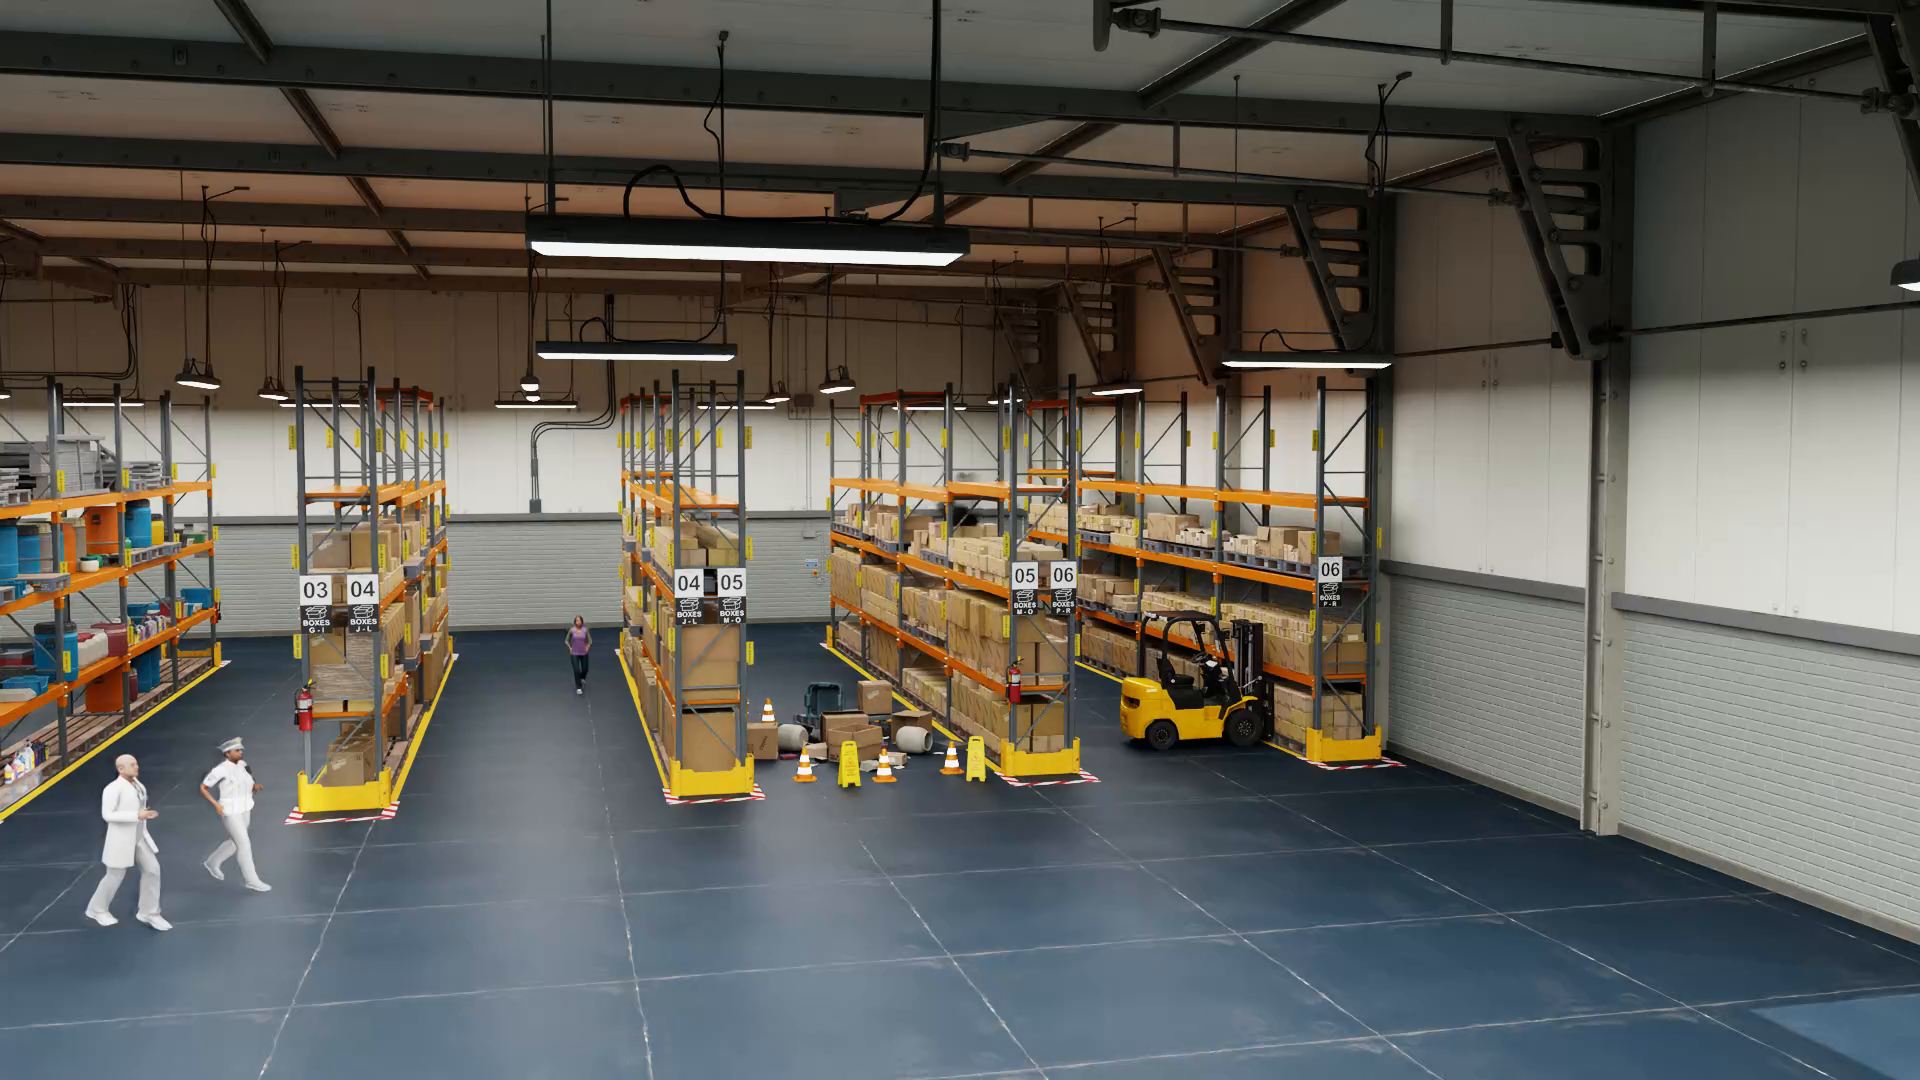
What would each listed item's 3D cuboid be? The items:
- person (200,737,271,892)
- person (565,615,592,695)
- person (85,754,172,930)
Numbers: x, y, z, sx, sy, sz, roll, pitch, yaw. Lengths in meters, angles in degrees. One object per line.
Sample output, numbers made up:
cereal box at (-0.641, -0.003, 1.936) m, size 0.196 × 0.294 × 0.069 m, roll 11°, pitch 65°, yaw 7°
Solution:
person at (-8.073, 3.028, 18.502) m, size 0.941 × 1.684 × 0.574 m, roll 1°, pitch 4°, yaw 14°
person at (-7.544, 2.264, 32.897) m, size 0.534 × 1.547 × 0.566 m, roll -1°, pitch 4°, yaw -16°
person at (-8.544, 3.098, 16.976) m, size 0.881 × 1.831 × 0.683 m, roll 1°, pitch 3°, yaw 12°
